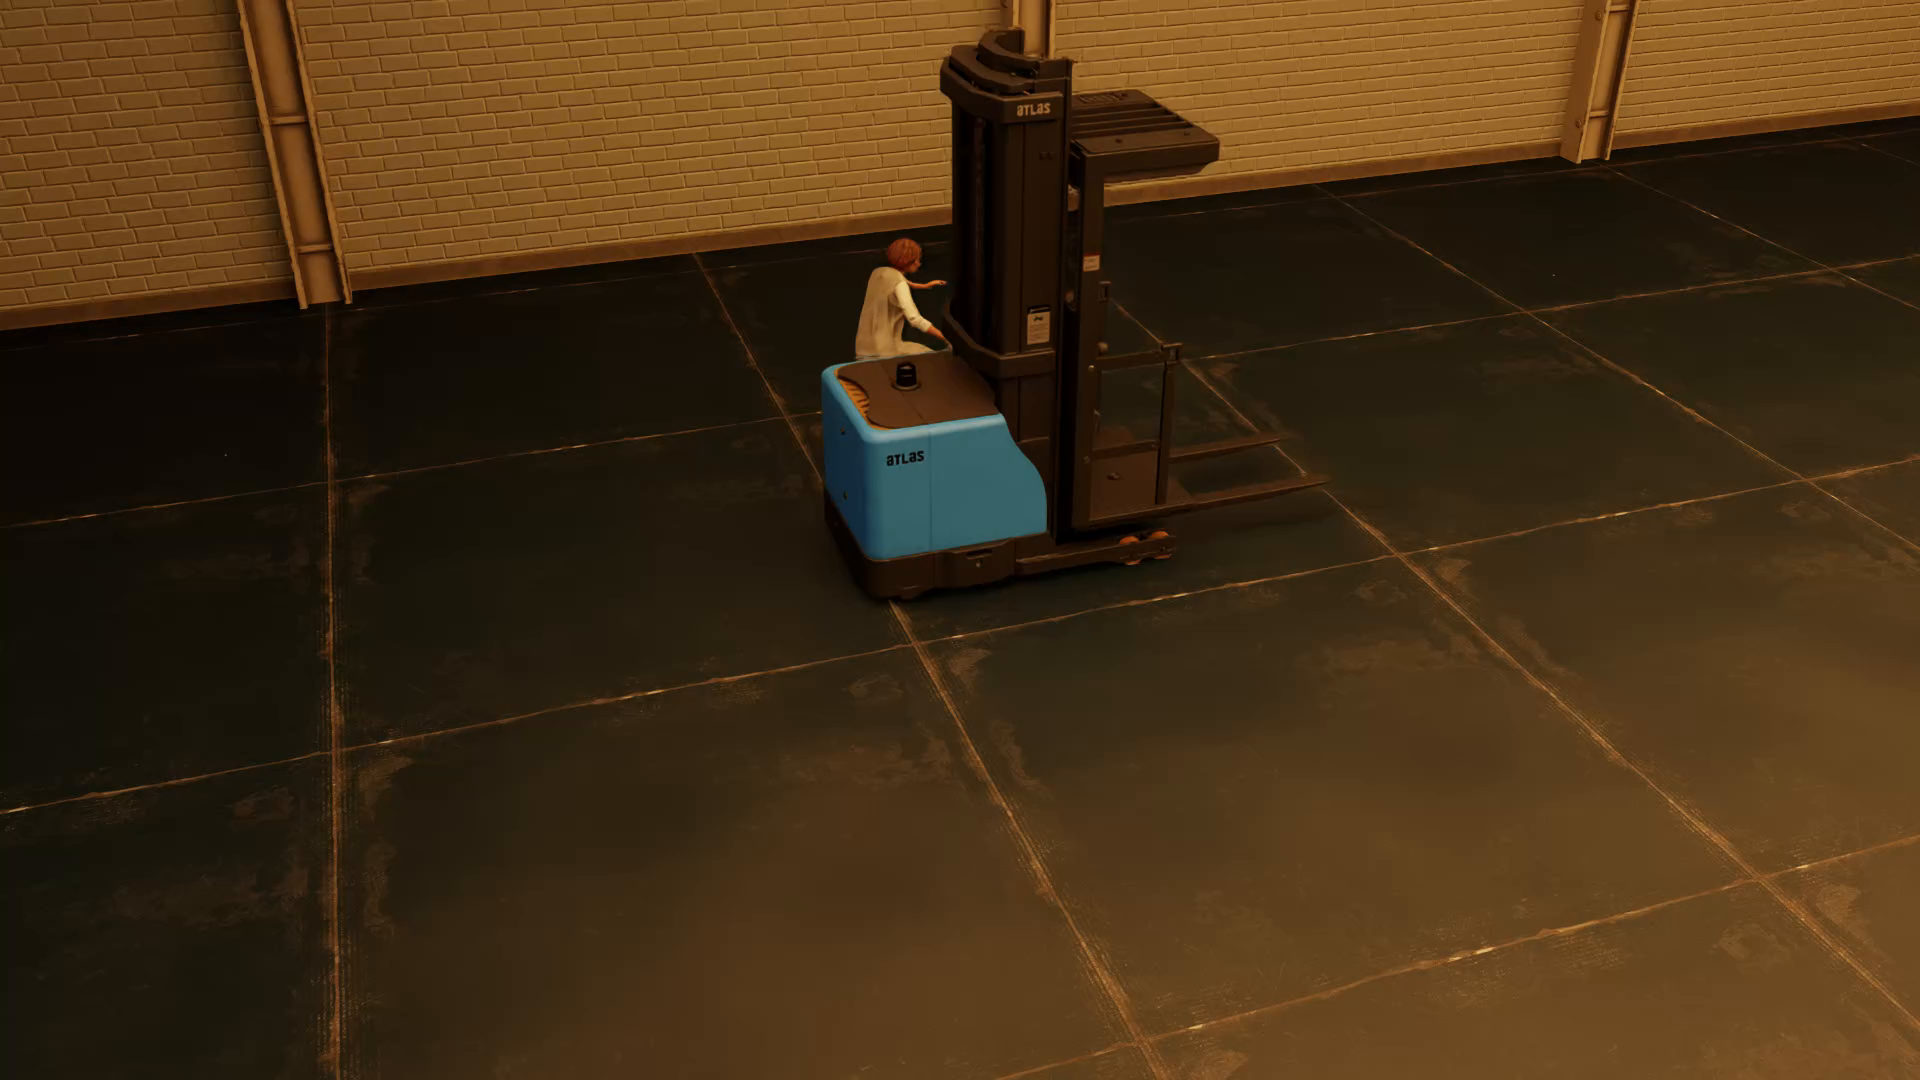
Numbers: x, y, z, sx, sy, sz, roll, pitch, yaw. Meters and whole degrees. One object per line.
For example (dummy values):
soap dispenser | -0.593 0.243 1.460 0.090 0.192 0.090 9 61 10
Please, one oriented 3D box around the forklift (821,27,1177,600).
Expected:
forklift | 0.755 -1.362 9.455 3.031 2.935 1.130 -10 31 -16

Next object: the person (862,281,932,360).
person | -0.348 -1.164 10.859 0.771 1.178 0.665 25 38 36
